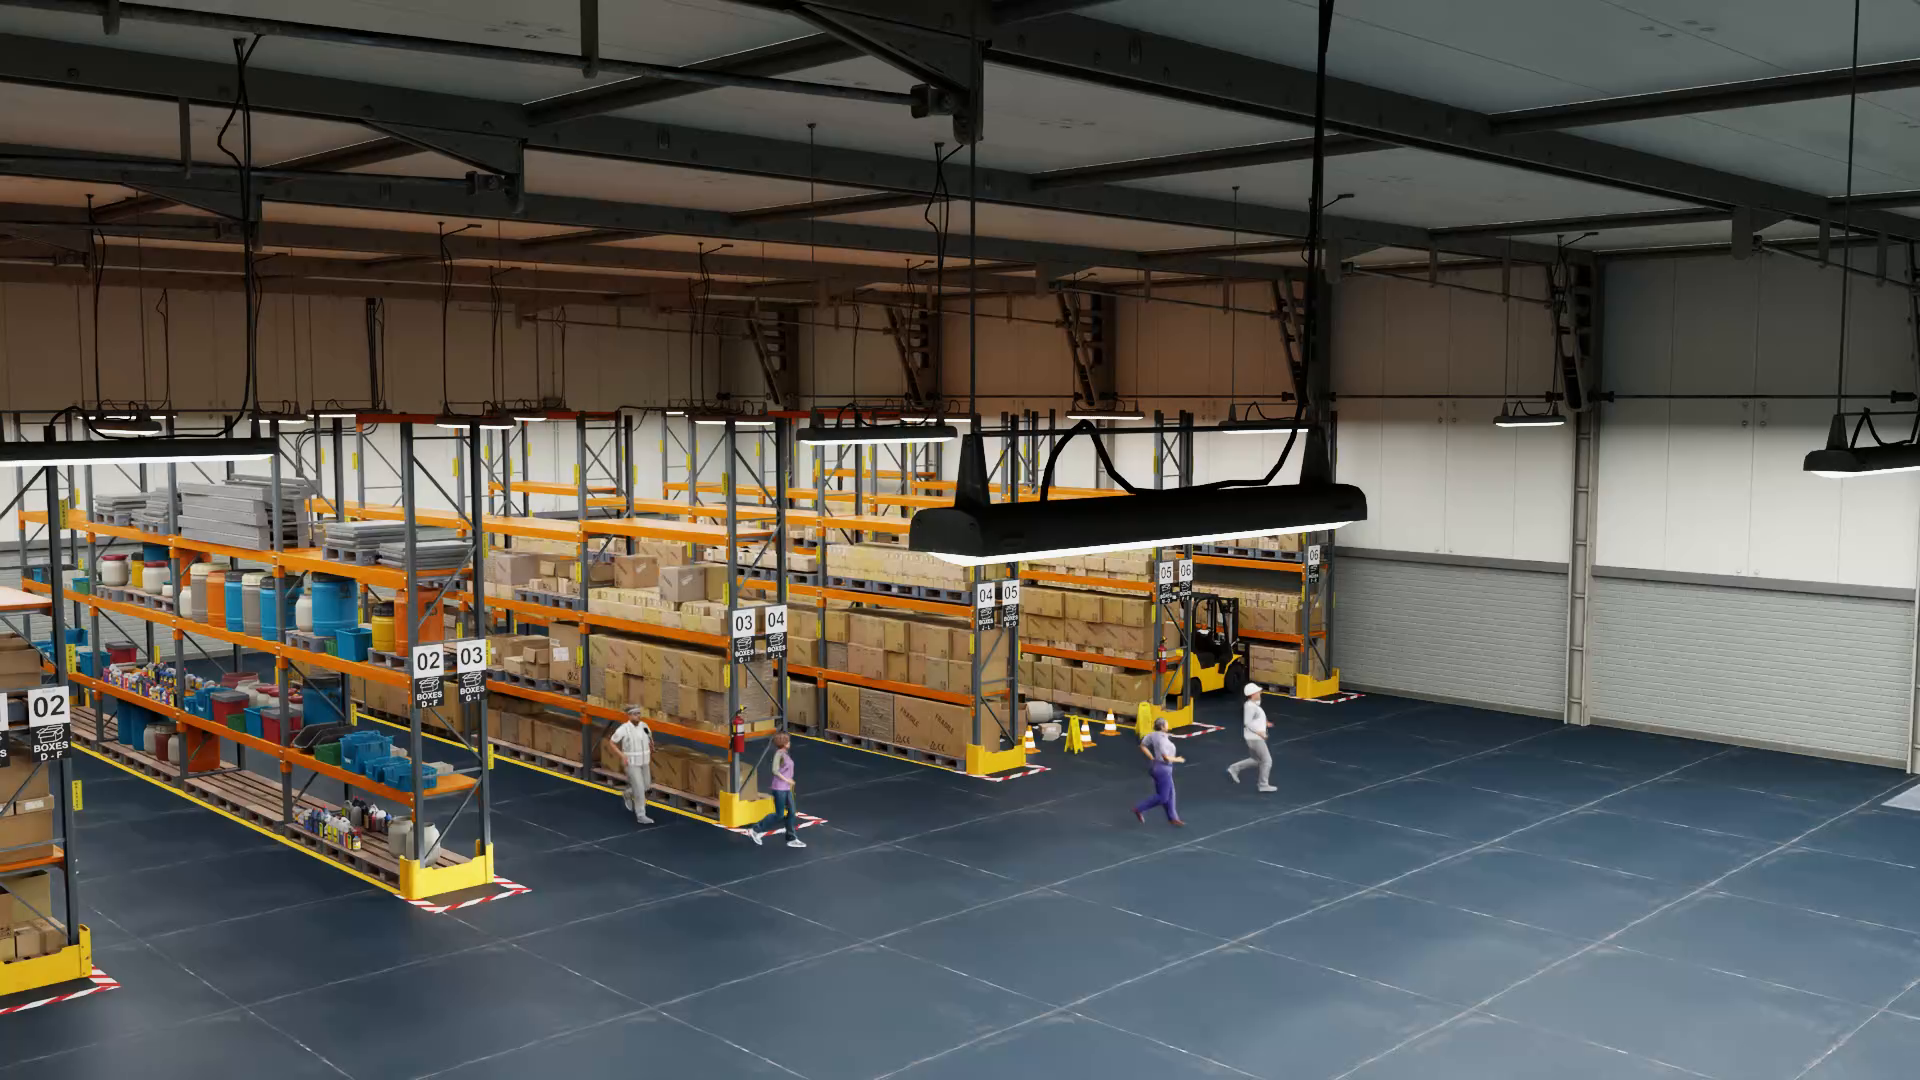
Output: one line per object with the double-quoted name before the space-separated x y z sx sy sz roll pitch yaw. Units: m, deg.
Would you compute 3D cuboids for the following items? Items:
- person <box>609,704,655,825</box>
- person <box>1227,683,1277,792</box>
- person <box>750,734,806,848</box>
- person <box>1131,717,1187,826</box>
"person" -4.842 3.301 24.769 0.886 1.751 0.676 5 7 43
"person" 4.685 3.157 26.597 0.794 1.738 0.668 0 5 6
"person" -2.530 3.507 23.404 0.793 1.564 0.609 0 5 5
"person" 2.914 3.406 24.322 0.896 1.650 0.610 -1 5 -12
